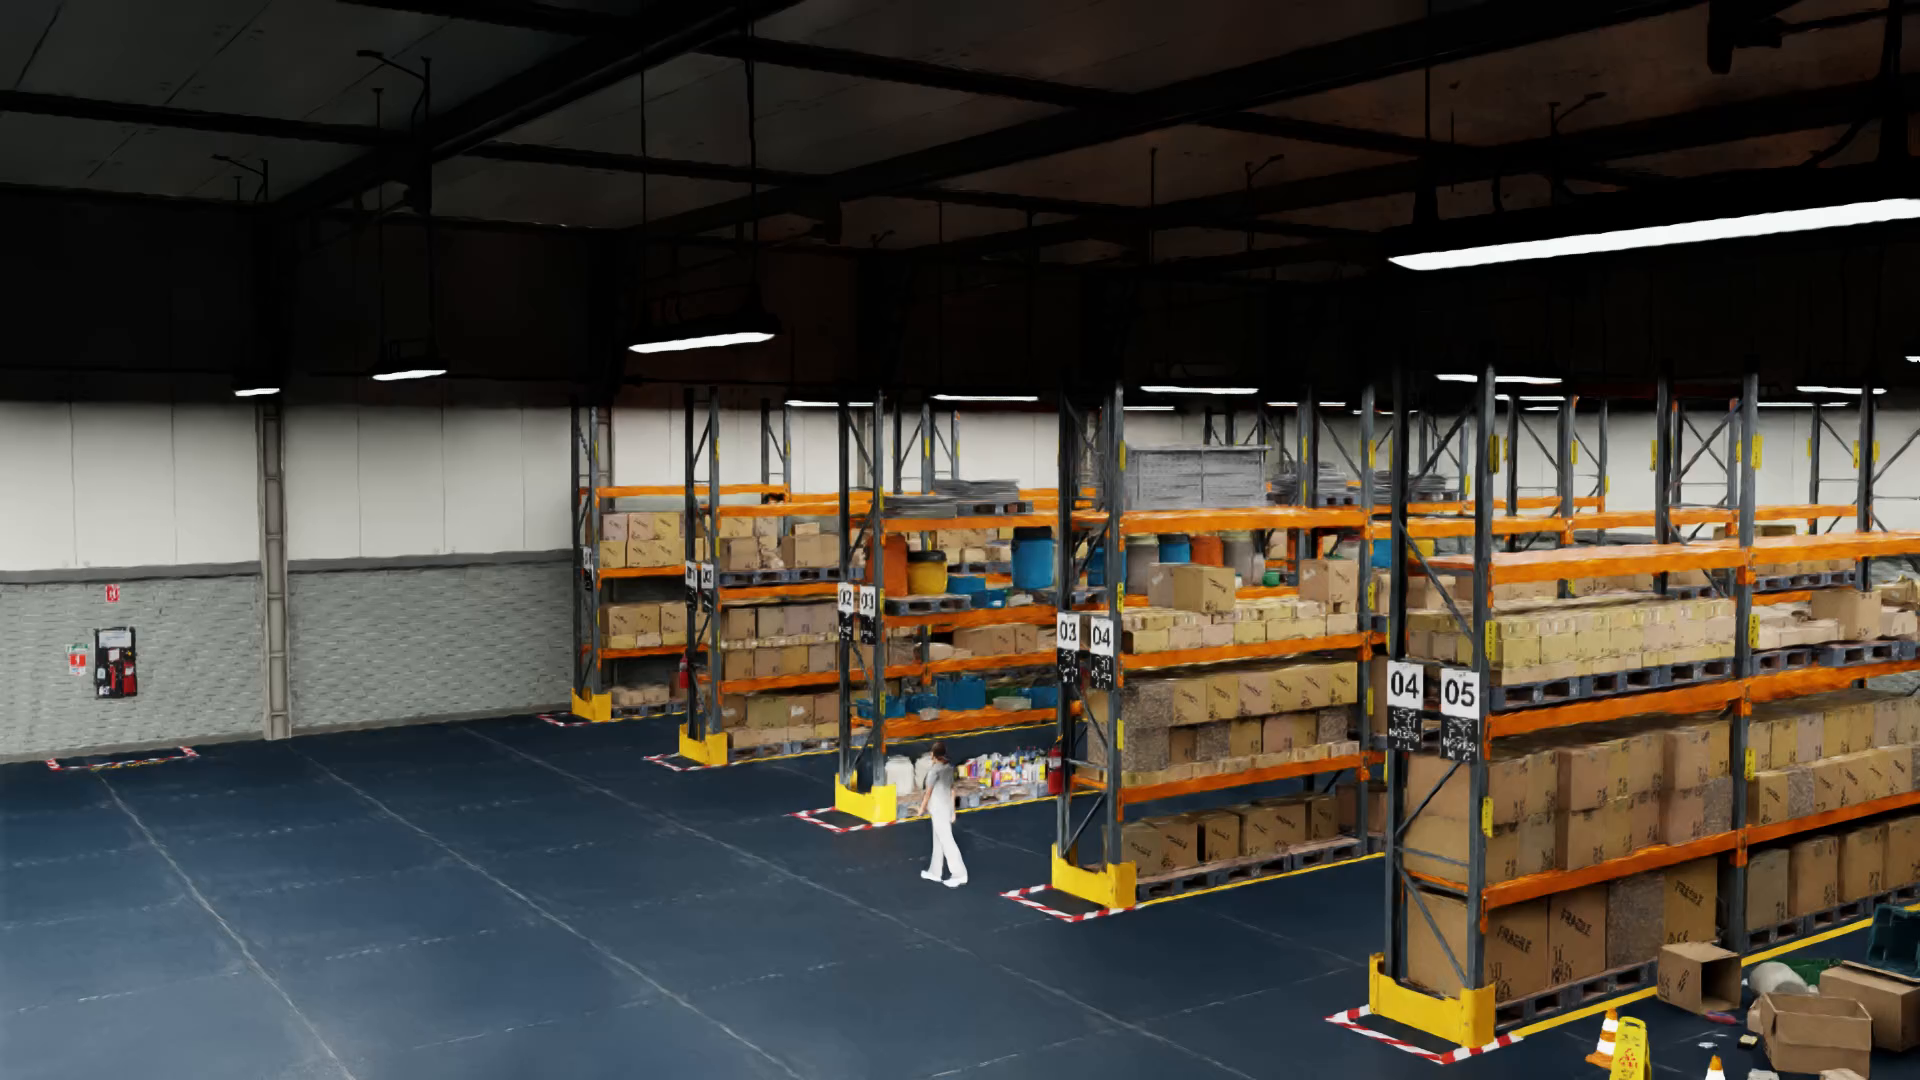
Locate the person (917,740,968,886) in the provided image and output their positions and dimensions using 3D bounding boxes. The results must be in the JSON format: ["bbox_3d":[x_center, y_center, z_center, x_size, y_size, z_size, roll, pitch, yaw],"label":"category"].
[{"bbox_3d":[-0.206,3.170,19.366,0.701,1.664,0.484,2,4,29],"label":"person"}]
